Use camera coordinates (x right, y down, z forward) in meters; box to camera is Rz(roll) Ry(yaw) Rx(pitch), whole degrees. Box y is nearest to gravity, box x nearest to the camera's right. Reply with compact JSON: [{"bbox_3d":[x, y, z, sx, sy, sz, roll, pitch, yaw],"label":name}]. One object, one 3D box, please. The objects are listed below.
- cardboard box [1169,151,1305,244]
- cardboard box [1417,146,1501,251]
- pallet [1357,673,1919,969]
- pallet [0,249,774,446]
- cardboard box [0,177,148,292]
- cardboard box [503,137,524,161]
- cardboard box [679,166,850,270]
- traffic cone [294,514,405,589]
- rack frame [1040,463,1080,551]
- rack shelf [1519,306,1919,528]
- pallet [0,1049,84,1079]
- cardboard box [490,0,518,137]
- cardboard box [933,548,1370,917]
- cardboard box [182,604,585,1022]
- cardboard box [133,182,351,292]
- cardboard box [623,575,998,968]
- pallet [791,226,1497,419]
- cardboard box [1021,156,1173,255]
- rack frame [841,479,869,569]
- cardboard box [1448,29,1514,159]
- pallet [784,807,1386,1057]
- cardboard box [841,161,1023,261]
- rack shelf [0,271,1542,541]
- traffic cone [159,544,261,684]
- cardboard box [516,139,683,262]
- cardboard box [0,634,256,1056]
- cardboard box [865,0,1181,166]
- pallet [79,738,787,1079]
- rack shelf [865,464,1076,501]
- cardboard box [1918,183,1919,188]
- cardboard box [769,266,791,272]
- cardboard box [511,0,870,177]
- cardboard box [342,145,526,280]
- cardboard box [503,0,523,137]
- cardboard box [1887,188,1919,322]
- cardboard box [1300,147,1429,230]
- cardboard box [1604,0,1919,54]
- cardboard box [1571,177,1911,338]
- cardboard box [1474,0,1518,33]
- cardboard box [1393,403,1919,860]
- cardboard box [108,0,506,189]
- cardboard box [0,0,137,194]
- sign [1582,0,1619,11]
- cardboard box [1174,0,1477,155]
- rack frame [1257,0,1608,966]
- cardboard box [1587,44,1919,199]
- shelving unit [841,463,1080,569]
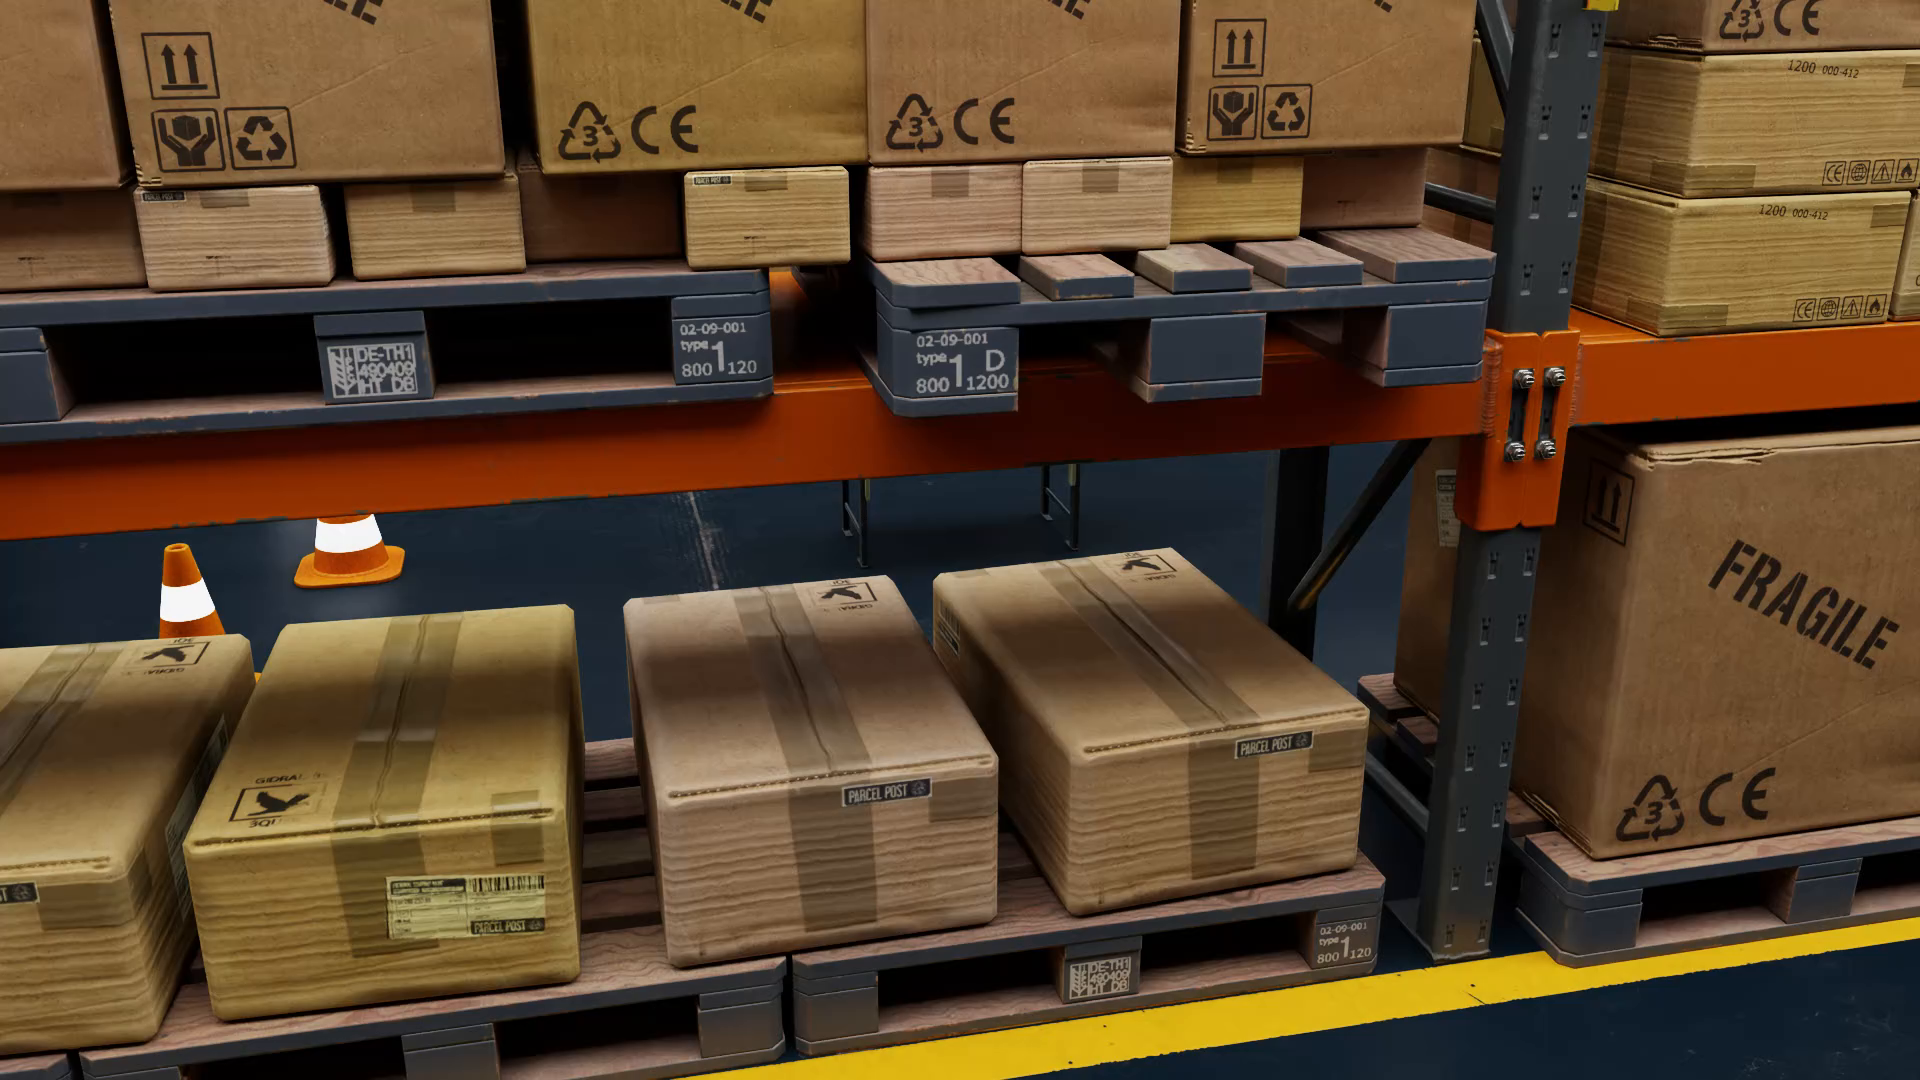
[{"bbox_3d":[0.414,-0.634,2.938,0.250,0.149,0.380,-4,21,-12],"label":"cardboard box"},{"bbox_3d":[1.355,-0.761,3.749,0.500,0.250,0.500,-5,21,-14],"label":"cardboard box"},{"bbox_3d":[1.707,0.568,3.958,1.213,0.211,1.003,-5,21,-12],"label":"pallet"},{"bbox_3d":[-0.994,-0.444,2.945,1.213,0.211,1.003,-5,21,-12],"label":"pallet"},{"bbox_3d":[-1.355,-0.495,2.560,0.250,0.149,0.380,-4,21,-12],"label":"cardboard box"},{"bbox_3d":[-0.751,-0.707,3.139,0.250,0.149,0.380,-4,20,-10],"label":"cardboard box"},{"bbox_3d":[-0.333,-0.555,2.723,0.250,0.149,0.380,-4,21,-12],"label":"cardboard box"},{"bbox_3d":[-2.033,-0.121,5.473,0.334,0.463,0.336,-5,21,-12],"label":"traffic cone"},{"bbox_3d":[0.350,-0.733,5.634,0.023,1.500,0.400,-5,21,-12],"label":"rack frame"},{"bbox_3d":[2.869,-0.525,3.933,4.000,0.370,1.077,-5,21,-12],"label":"rack shelf"},{"bbox_3d":[-2.213,0.859,3.162,1.213,0.211,1.003,-5,21,-12],"label":"pallet"},{"bbox_3d":[-1.078,-1.005,3.010,0.500,0.500,0.500,-5,21,-15],"label":"cardboard box"},{"bbox_3d":[0.371,0.374,3.644,0.625,0.372,0.950,-6,21,-16],"label":"cardboard box"},{"bbox_3d":[-1.085,0.493,3.318,0.625,0.372,0.950,-4,20,-11],"label":"cardboard box"},{"bbox_3d":[-1.085,-0.499,2.570,0.250,0.149,0.380,-4,20,-10],"label":"cardboard box"},{"bbox_3d":[-0.346,0.435,3.477,0.625,0.372,0.950,-5,21,-14],"label":"cardboard box"},{"bbox_3d":[0.254,-0.522,3.159,1.003,0.211,1.213,-5,21,-12],"label":"pallet"},{"bbox_3d":[0.179,-0.599,2.843,0.250,0.149,0.380,-5,21,-13],"label":"cardboard box"},{"bbox_3d":[-0.363,-0.675,5.476,0.023,1.500,0.400,-5,21,-12],"label":"rack frame"},{"bbox_3d":[1.336,-0.992,3.654,0.500,0.250,0.500,-5,21,-13],"label":"cardboard box"},{"bbox_3d":[0.162,0.666,3.689,1.213,0.211,1.003,-5,21,-12],"label":"pallet"},{"bbox_3d":[-0.068,-0.581,2.795,0.250,0.149,0.380,-6,21,-15],"label":"cardboard box"},{"bbox_3d":[-1.024,-0.208,3.068,4.000,0.370,1.077,-5,21,-12],"label":"rack shelf"},{"bbox_3d":[-2.085,0.237,4.496,0.334,0.463,0.336,-5,21,-12],"label":"traffic cone"},{"bbox_3d":[-0.606,-0.577,2.784,0.250,0.149,0.380,-4,21,-12],"label":"cardboard box"},{"bbox_3d":[-1.761,0.548,3.166,0.625,0.372,0.950,-3,20,-9],"label":"cardboard box"},{"bbox_3d":[0.044,-0.915,2.762,0.500,0.500,0.500,-5,21,-13],"label":"cardboard box"},{"bbox_3d":[-1.023,0.762,3.429,1.213,0.211,1.003,-5,21,-12],"label":"pallet"},{"bbox_3d":[-0.006,-0.398,5.667,0.720,0.370,0.431,-5,21,-12],"label":"rack shelf"},{"bbox_3d":[1.976,-0.867,3.311,0.500,0.250,0.500,-4,21,-11],"label":"cardboard box"},{"bbox_3d":[-0.928,-1.476,8.144,0.750,0.750,1.050,-5,21,-13],"label":"cardboard box"},{"bbox_3d":[-0.447,-0.874,2.652,0.500,0.500,0.500,-6,21,-16],"label":"cardboard box"},{"bbox_3d":[-0.832,-0.530,2.655,0.250,0.149,0.380,-5,21,-14],"label":"cardboard box"},{"bbox_3d":[-0.589,-1.042,3.111,0.500,0.500,0.500,-4,21,-12],"label":"cardboard box"},{"bbox_3d":[1.953,-0.635,3.406,0.500,0.250,0.500,-5,21,-14],"label":"cardboard box"},{"bbox_3d":[0.658,-0.679,3.062,0.250,0.149,0.380,-4,20,-10],"label":"cardboard box"},{"bbox_3d":[1.459,-1.178,3.071,0.500,0.500,0.500,-5,21,-14],"label":"cardboard box"},{"bbox_3d":[1.457,-0.589,3.279,0.500,0.250,0.500,-5,21,-13],"label":"cardboard box"},{"bbox_3d":[1.366,-1.349,3.538,0.500,0.500,0.500,-5,21,-14],"label":"cardboard box"},{"bbox_3d":[1.614,0.069,3.743,0.875,0.875,0.875,-5,21,-13],"label":"cardboard box"},{"bbox_3d":[-0.979,-0.831,2.535,0.500,0.500,0.500,-6,21,-15],"label":"cardboard box"},{"bbox_3d":[-1.476,-0.787,2.414,0.500,0.500,0.500,-5,21,-13],"label":"cardboard box"},{"bbox_3d":[1.057,-1.030,2.698,0.005,0.325,0.100,-5,21,-12],"label":"sign"},{"bbox_3d":[0.544,-0.959,2.884,0.500,0.500,0.500,-5,21,-14],"label":"cardboard box"},{"bbox_3d":[0.923,-0.705,3.377,0.127,3.000,1.000,-5,21,-12],"label":"rack frame"},{"bbox_3d":[1.473,-0.826,3.200,0.500,0.250,0.500,-5,21,-13],"label":"cardboard box"},{"bbox_3d":[-0.006,-0.704,5.555,0.755,1.500,0.431,-5,21,-12],"label":"shelving unit"}]
